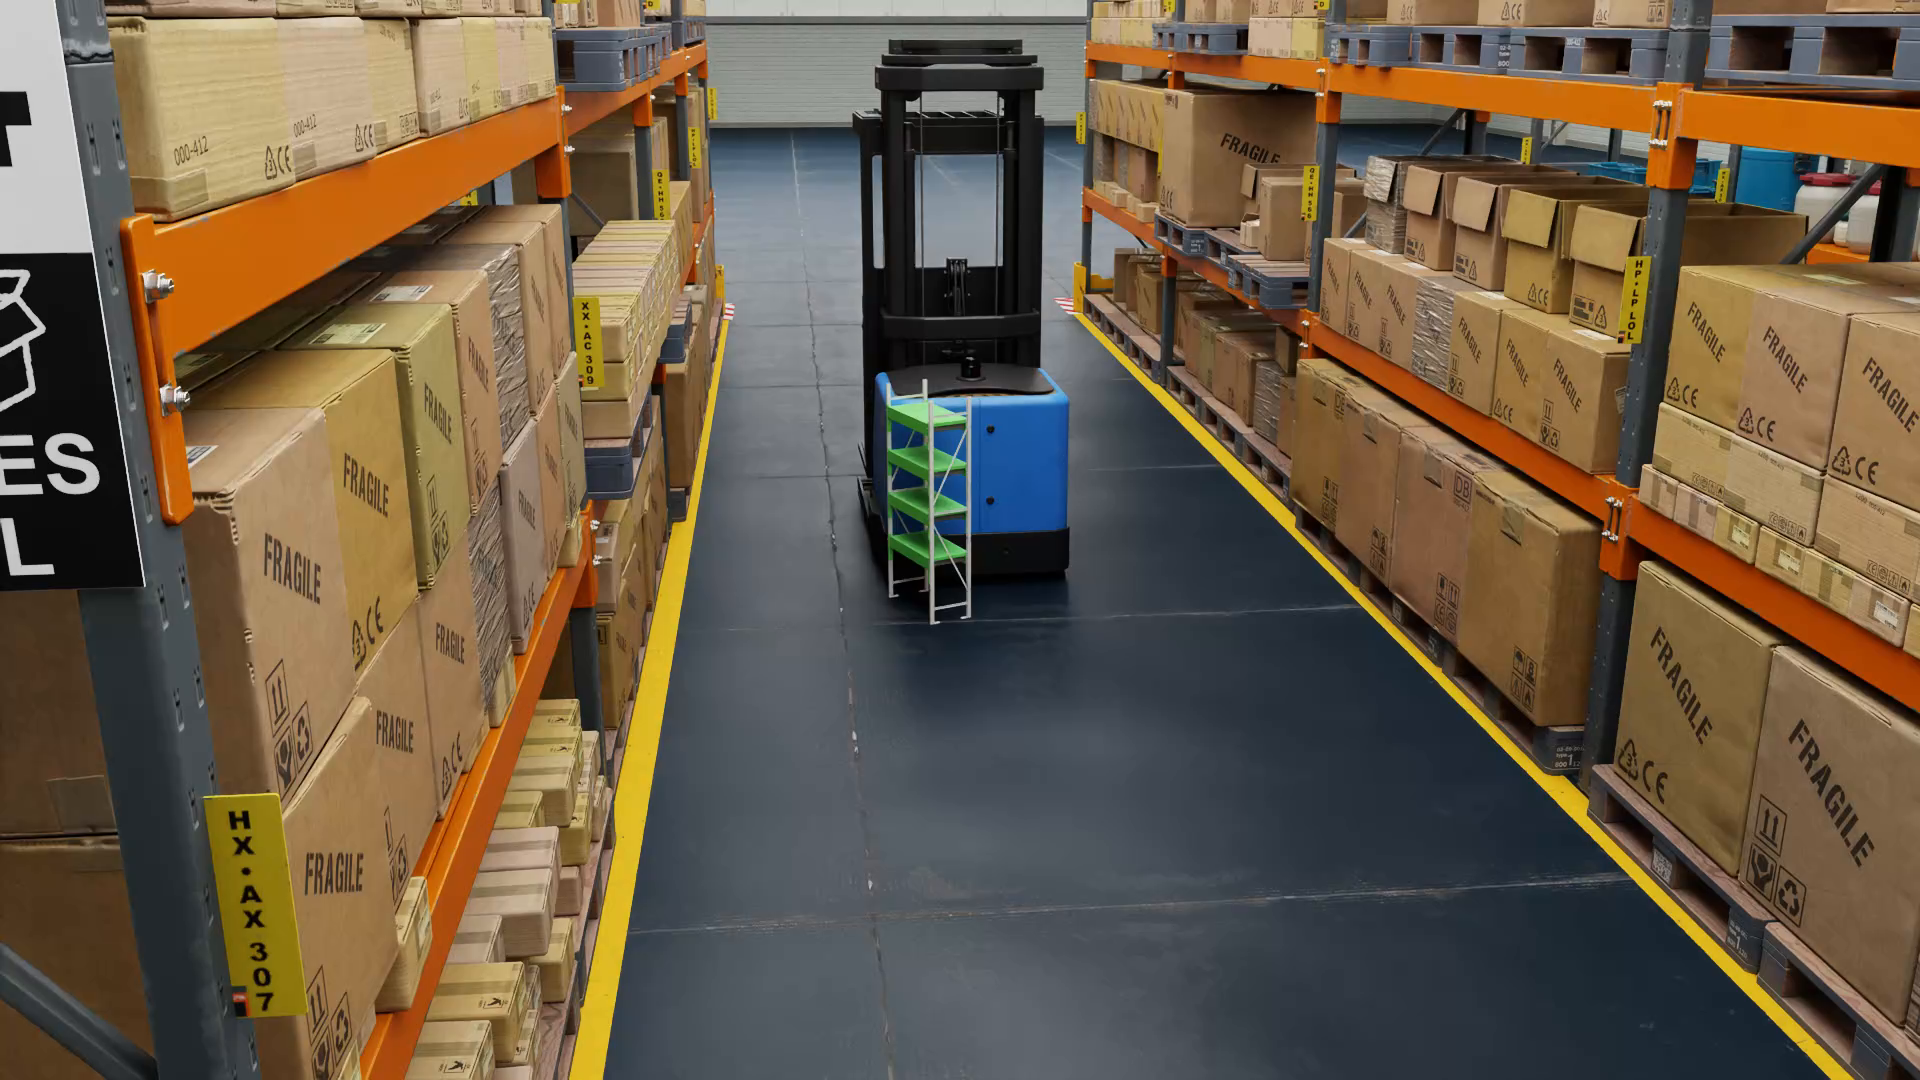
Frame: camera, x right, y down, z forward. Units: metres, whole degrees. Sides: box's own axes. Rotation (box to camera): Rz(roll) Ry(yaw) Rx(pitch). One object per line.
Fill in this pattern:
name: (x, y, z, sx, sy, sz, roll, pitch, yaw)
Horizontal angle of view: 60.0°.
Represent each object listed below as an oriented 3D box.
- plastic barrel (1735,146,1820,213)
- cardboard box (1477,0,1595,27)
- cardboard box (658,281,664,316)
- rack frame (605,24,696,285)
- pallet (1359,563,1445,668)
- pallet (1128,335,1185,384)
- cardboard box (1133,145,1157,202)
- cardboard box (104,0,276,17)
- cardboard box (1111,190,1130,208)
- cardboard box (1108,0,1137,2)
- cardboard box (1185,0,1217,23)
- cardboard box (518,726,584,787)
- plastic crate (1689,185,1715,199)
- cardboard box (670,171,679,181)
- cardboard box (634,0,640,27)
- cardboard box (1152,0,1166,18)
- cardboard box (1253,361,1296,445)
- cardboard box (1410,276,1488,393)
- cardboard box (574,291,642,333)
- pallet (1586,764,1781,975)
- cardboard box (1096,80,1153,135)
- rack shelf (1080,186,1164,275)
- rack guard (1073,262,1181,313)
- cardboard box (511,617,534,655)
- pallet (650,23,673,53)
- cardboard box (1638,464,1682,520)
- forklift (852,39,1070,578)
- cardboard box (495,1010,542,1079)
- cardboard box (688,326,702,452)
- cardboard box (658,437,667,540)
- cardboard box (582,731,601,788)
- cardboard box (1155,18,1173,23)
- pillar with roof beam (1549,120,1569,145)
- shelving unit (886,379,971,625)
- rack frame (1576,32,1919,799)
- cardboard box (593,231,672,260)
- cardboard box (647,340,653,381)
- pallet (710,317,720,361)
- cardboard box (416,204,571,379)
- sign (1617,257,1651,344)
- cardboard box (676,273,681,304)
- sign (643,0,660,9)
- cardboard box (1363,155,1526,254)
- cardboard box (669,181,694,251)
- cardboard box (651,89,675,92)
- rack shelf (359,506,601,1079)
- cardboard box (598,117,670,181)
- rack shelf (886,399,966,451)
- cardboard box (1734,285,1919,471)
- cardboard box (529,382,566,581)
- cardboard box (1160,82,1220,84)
plastic barrel: (6.905, -3.053, 14.056, 0.600, 0.901, 0.708, -2, 18, -6)
cardboard box: (2.884, -2.666, 7.780, 0.797, 0.503, 0.637, -2, 18, -6)
cardboard box: (-1.653, -1.175, 8.135, 0.380, 0.149, 0.250, -1, 17, -4)
rack frame: (-2.704, -2.662, 13.648, 1.000, 3.000, 0.127, -2, 18, -6)
pallet: (2.781, 0.337, 8.751, 1.003, 0.211, 1.213, -2, 18, -6)
pallet: (2.135, -1.654, 15.092, 1.003, 0.211, 1.213, -2, 18, -6)
cardboard box: (2.086, -3.407, 15.357, 0.875, 0.500, 0.500, -2, 18, -6)
cardboard box: (-1.254, -0.827, 2.210, 0.500, 0.250, 0.500, -1, 17, -5)
cardboard box: (1.678, -3.315, 16.147, 0.380, 0.149, 0.250, -2, 18, -6)
cardboard box: (1.712, -5.385, 15.817, 0.500, 0.500, 0.500, -2, 18, -6)
cardboard box: (2.190, -4.323, 13.057, 0.797, 0.503, 0.637, -3, 18, -8)
cardboard box: (-1.518, 0.770, 5.781, 0.380, 0.149, 0.250, -2, 17, -5)
plastic crate: (6.782, -3.188, 15.574, 0.499, 0.251, 0.616, -2, 18, -6)
cardboard box: (-2.754, -2.843, 13.975, 0.875, 0.550, 0.550, -2, 18, -6)
cardboard box: (-1.980, -2.787, 8.871, 0.500, 0.500, 0.500, -2, 18, -6)
cardboard box: (1.870, -4.577, 14.326, 0.380, 0.149, 0.250, -3, 18, -8)
cardboard box: (2.493, -0.975, 11.712, 0.700, 0.500, 0.500, -3, 18, -10)
cardboard box: (2.593, -1.033, 8.292, 0.500, 0.500, 0.500, -2, 18, -5)
cardboard box: (-1.521, -0.934, 6.869, 0.380, 0.149, 0.250, -2, 18, -5)
pallet: (3.065, 1.158, 6.137, 1.003, 0.211, 1.213, -2, 18, -6)
cardboard box: (1.657, -4.322, 16.603, 0.500, 0.500, 0.500, -2, 18, -6)
rack shelf: (2.033, -3.038, 16.046, 1.077, 0.370, 4.000, -2, 18, -6)
rack guard: (1.835, -2.762, 18.139, 1.175, 0.500, 0.348, -2, 18, -6)
cardboard box: (-1.454, 0.232, 4.851, 0.380, 0.149, 0.250, -3, 18, -8)
pallet: (-2.561, -3.730, 12.362, 0.805, 0.209, 1.217, -2, 18, -8)
cardboard box: (2.764, -0.183, 6.173, 0.380, 0.149, 0.250, -2, 18, -6)
forklift: (-0.079, -1.586, 10.335, 1.130, 2.935, 3.031, -2, 18, -7)
cardboard box: (-1.375, 1.447, 4.620, 0.380, 0.149, 0.250, -2, 18, -6)
cardboard box: (-2.359, -1.042, 11.542, 1.050, 0.750, 0.750, -2, 17, -5)
cardboard box: (-1.964, -0.290, 9.565, 0.500, 0.500, 0.500, -2, 18, -6)
cardboard box: (-1.530, 0.823, 6.108, 0.380, 0.149, 0.250, -1, 17, -5)
cardboard box: (1.933, -4.272, 14.021, 0.500, 0.250, 0.500, -1, 17, -4)
pillar with roof beam: (10.783, -14.134, 40.173, 9.100, 9.000, 0.400, -2, 18, -6)
shelving unit: (-0.168, -0.208, 8.837, 0.258, 1.200, 0.503, -9, 20, -27)
rack frame: (3.065, -0.402, 6.448, 1.000, 3.000, 0.127, -2, 18, -6)
cardboard box: (-1.734, -1.550, 8.831, 0.380, 0.149, 0.250, -1, 17, -4)
cardboard box: (-1.570, -0.798, 7.430, 0.380, 0.149, 0.250, -3, 18, -8)
pallet: (-2.834, -1.925, 15.956, 1.003, 0.211, 1.213, -2, 18, -6)
cardboard box: (-1.562, -0.813, 5.428, 0.500, 0.500, 0.500, -2, 18, -8)
sign: (2.526, -0.897, 6.224, 0.100, 0.325, 0.005, -2, 18, -6)
cardboard box: (-1.784, -1.418, 9.404, 0.380, 0.149, 0.250, -1, 17, -5)
sign: (-1.752, -3.164, 9.377, 0.100, 0.325, 0.005, -2, 18, -6)
cardboard box: (2.712, -1.901, 9.384, 0.797, 0.503, 0.637, -1, 17, -4)
cardboard box: (-2.384, -2.562, 13.164, 0.500, 0.500, 0.500, -2, 18, -6)
cardboard box: (-3.046, -3.997, 15.846, 0.875, 0.550, 0.550, -2, 18, -6)
rack shelf: (-1.673, 0.661, 4.266, 1.077, 0.370, 4.000, -2, 18, -6)
cardboard box: (-2.647, -3.039, 13.013, 0.700, 0.500, 0.500, -2, 18, -7)
rack shelf: (-0.168, -0.605, 8.712, 0.258, 0.148, 0.480, -9, 20, -27)
cardboard box: (2.903, -0.532, 5.366, 0.500, 0.500, 0.500, -2, 18, -6)
cardboard box: (-1.496, -0.178, 5.073, 0.500, 0.500, 0.500, -2, 18, -7)
cardboard box: (2.236, -4.189, 16.181, 0.500, 0.500, 0.500, -2, 18, -6)
